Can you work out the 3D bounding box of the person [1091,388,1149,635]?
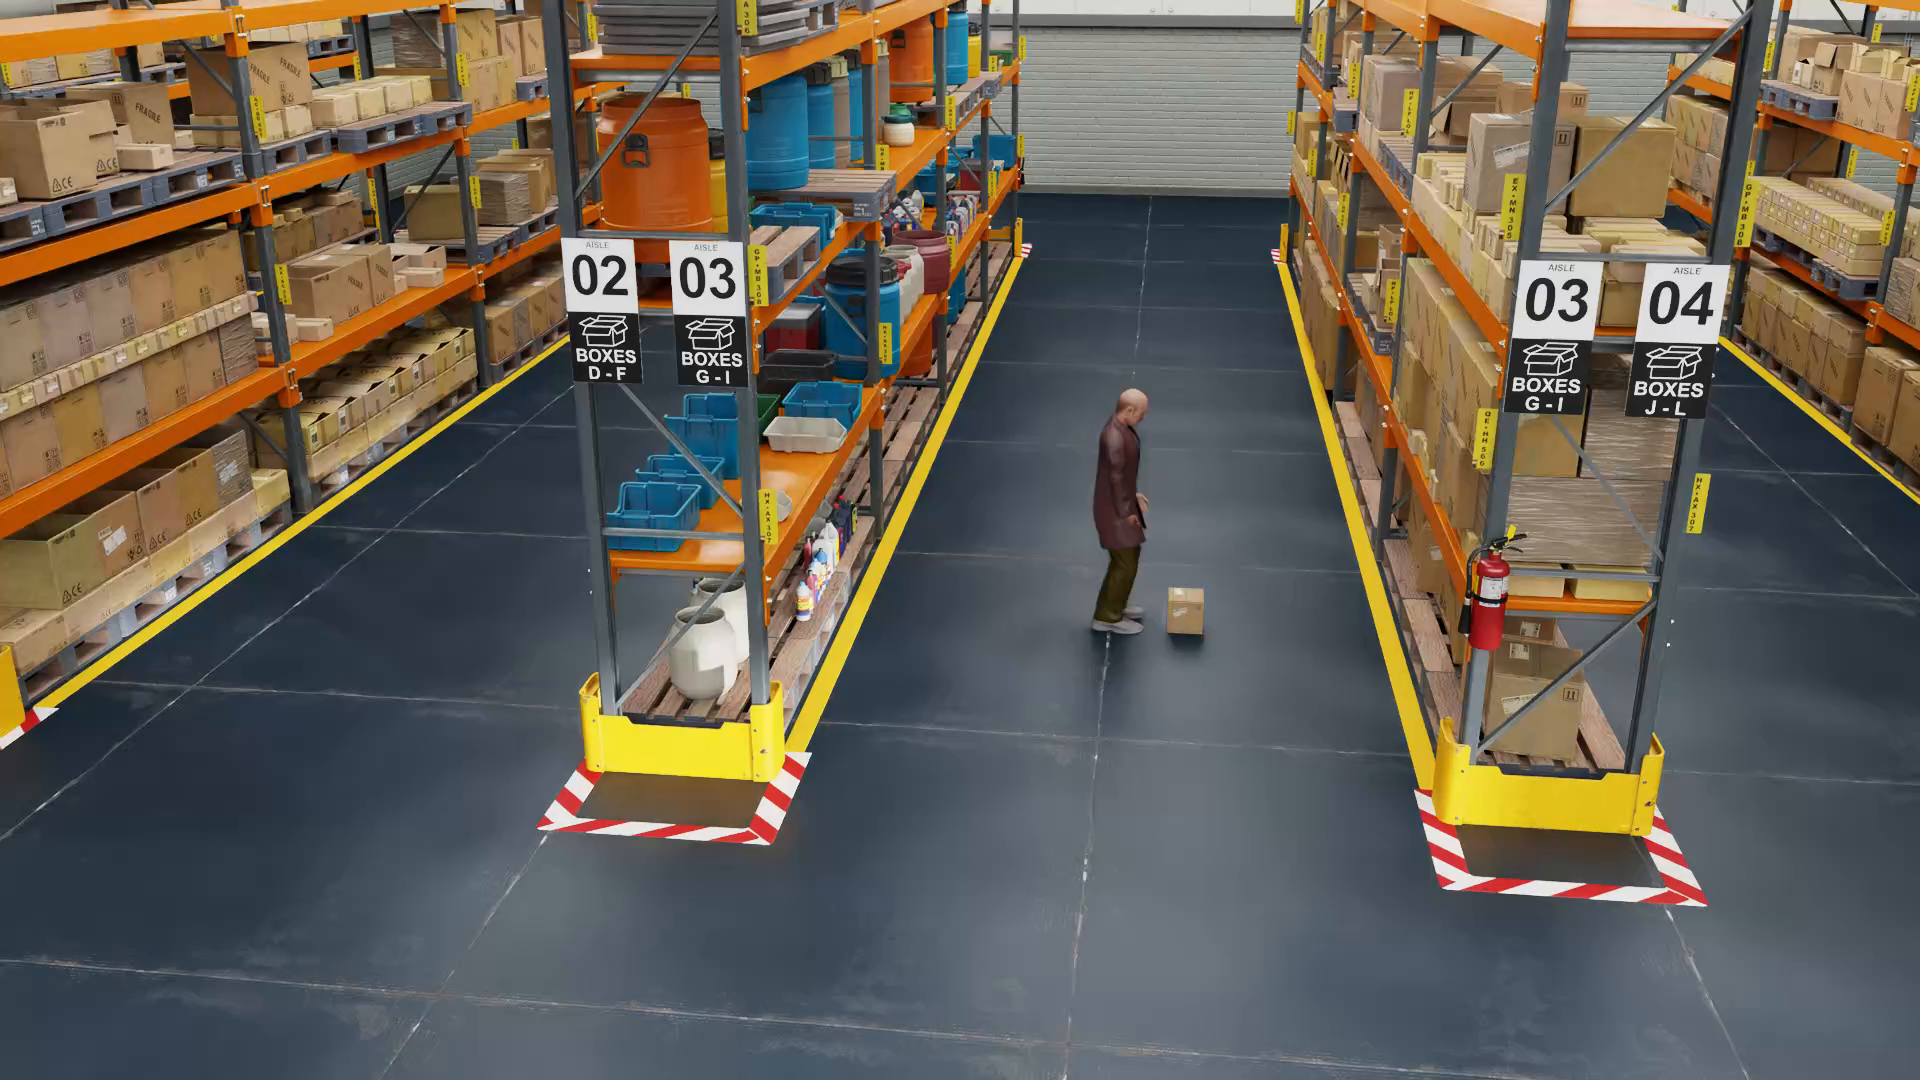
[{"bbox_3d":[1.142,-0.221,11.735,0.396,1.752,0.579,3,21,8],"label":"person"}]
